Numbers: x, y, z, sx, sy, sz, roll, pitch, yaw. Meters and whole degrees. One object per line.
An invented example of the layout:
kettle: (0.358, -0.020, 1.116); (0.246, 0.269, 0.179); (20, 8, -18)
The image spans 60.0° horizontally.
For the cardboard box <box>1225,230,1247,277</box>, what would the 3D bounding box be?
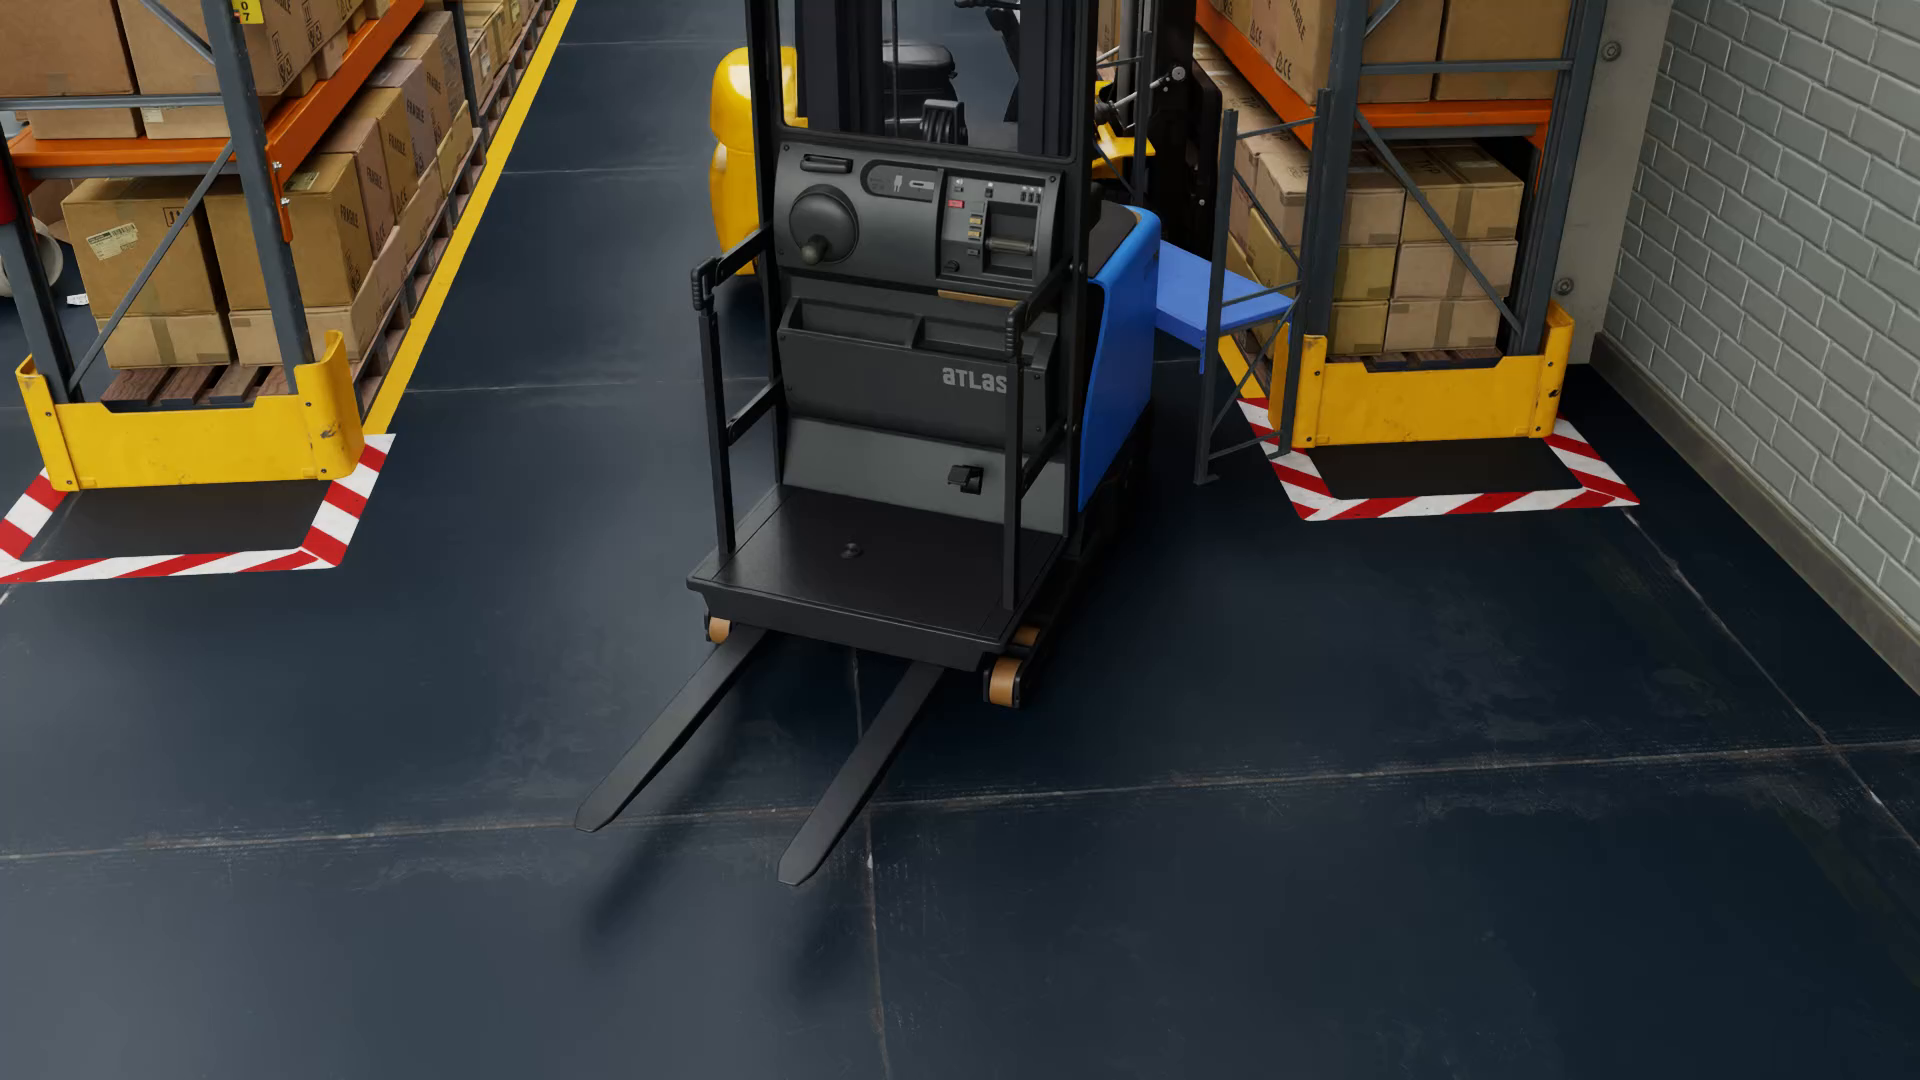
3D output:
cardboard box: (1.513, -1.273, 7.727); (0.500, 0.250, 0.500); (-3, 31, -5)

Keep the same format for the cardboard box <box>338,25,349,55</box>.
cardboard box: (-2.876, -2.159, 7.185); (0.380, 0.149, 0.250); (-2, 31, -3)

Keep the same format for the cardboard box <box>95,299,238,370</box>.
cardboard box: (-3.379, -0.966, 7.214); (0.500, 0.250, 0.500); (-3, 31, -5)

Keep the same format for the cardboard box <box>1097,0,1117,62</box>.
cardboard box: (1.410, -3.659, 11.357); (0.875, 0.625, 0.625); (-3, 31, -5)

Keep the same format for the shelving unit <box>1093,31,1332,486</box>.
shelving unit: (0.860, -1.153, 6.718); (0.538, 1.500, 1.048); (-19, 36, -29)

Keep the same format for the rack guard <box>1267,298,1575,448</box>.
rack guard: (1.911, -0.708, 6.948); (1.175, 0.500, 0.348); (-3, 31, -5)

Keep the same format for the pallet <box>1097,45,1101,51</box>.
pallet: (1.310, -3.637, 12.134); (1.003, 0.211, 1.213); (-3, 31, -5)

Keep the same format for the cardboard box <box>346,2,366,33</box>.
cardboard box: (-2.956, -2.427, 7.634); (0.380, 0.149, 0.250); (-4, 31, -6)

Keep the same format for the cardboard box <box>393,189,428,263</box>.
cardboard box: (-2.937, -1.518, 8.138); (0.500, 0.250, 0.500); (-1, 31, -1)

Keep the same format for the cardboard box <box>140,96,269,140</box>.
cardboard box: (-2.859, -1.629, 6.298); (0.380, 0.149, 0.250); (-3, 31, -4)

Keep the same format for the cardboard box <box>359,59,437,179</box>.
cardboard box: (-2.986, -2.109, 8.396); (0.500, 0.500, 0.500); (-1, 31, -2)

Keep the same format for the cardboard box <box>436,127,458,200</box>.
cardboard box: (-3.024, -2.036, 9.005); (0.500, 0.250, 0.500); (-4, 31, -6)

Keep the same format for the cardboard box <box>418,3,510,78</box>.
cardboard box: (-3.529, -3.283, 10.974); (0.950, 0.372, 0.625); (-1, 31, -1)

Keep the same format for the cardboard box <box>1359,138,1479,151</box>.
cardboard box: (2.002, -1.732, 7.522); (0.500, 0.250, 0.500); (-3, 31, -5)

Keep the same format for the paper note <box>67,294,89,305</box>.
paper note: (-4.341, -1.200, 8.230); (0.142, 0.019, 0.148); (-14, 33, -22)

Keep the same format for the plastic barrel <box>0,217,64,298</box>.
plastic barrel: (-4.733, -1.430, 8.231); (0.512, 0.421, 0.421); (20, 36, 29)

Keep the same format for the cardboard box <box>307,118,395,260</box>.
cardboard box: (-2.889, -1.580, 7.510); (0.500, 0.500, 0.500); (-4, 31, -6)

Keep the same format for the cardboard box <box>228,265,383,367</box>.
cardboard box: (-2.833, -0.979, 7.236); (0.500, 0.250, 0.500); (-3, 31, -5)

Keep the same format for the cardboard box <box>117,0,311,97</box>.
cardboard box: (-2.801, -1.980, 6.252); (0.500, 0.500, 0.500); (-3, 31, -5)

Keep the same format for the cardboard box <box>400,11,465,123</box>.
cardboard box: (-3.084, -2.629, 9.266); (0.500, 0.500, 0.500); (-3, 31, -5)

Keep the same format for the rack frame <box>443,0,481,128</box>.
rack frame: (-3.407, -3.596, 9.345); (1.000, 3.000, 0.127); (-3, 31, -5)

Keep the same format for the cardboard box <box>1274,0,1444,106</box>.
cardboard box: (1.601, -2.075, 6.702); (0.500, 0.500, 0.500); (-3, 31, -6)

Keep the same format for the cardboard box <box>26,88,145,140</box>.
cardboard box: (-3.281, -1.627, 6.293); (0.380, 0.149, 0.250); (-2, 31, -3)

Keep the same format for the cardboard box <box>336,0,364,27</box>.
cardboard box: (-2.902, -2.504, 7.130); (0.500, 0.500, 0.500); (-3, 31, -6)

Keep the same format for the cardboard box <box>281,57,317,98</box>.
cardboard box: (-2.841, -1.897, 6.746); (0.380, 0.149, 0.250); (-4, 31, -6)

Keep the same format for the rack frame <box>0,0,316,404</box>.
rack frame: (-3.033, -1.554, 5.926); (1.000, 3.000, 0.127); (-3, 31, -5)

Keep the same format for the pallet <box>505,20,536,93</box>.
pallet: (-3.598, -3.421, 11.771); (1.003, 0.211, 1.213); (-3, 31, -5)

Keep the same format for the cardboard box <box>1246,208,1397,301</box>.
cardboard box: (1.552, -1.242, 7.188); (0.500, 0.250, 0.500); (-3, 31, -5)

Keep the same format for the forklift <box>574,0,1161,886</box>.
forklift: (-0.215, -0.958, 4.996); (1.130, 2.935, 3.031); (11, 32, 17)

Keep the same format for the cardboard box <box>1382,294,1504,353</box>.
cardboard box: (2.057, -1.054, 7.361); (0.500, 0.250, 0.500); (-3, 31, -4)

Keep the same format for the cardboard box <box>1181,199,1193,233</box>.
cardboard box: (1.404, -1.793, 8.598); (0.500, 0.250, 0.500); (-2, 31, -3)

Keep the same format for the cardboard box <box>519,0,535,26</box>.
cardboard box: (-3.661, -4.025, 12.217); (0.950, 0.372, 0.625); (-3, 31, -6)

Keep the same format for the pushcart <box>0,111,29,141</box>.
pushcart: (-5.672, -2.336, 9.792); (1.648, 0.377, 0.936); (-14, 33, -22)

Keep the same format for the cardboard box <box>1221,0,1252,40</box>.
cardboard box: (1.514, -2.602, 7.584); (0.500, 0.500, 0.500); (-3, 31, -6)

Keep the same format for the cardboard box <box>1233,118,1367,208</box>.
cardboard box: (1.501, -1.703, 7.473); (0.500, 0.250, 0.500); (-2, 31, -4)

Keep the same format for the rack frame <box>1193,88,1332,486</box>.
rack frame: (1.146, -0.937, 6.356); (0.500, 1.500, 0.032); (-19, 36, -29)

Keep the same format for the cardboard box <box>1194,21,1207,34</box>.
cardboard box: (1.305, -2.741, 9.211); (0.500, 0.250, 0.500); (-3, 31, -5)

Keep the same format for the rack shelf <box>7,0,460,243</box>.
rack shelf: (-3.220, -2.266, 7.820); (1.077, 0.370, 4.000); (-3, 31, -5)

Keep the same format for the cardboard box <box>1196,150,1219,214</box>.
cardboard box: (1.447, -1.761, 8.057); (0.500, 0.250, 0.500); (-3, 31, -6)

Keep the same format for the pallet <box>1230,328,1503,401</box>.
pallet: (1.795, -0.985, 7.693); (1.003, 0.211, 1.213); (-3, 31, -5)

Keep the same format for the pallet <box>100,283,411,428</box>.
pallet: (-3.081, -0.812, 7.404); (1.003, 0.211, 1.213); (-3, 31, -5)

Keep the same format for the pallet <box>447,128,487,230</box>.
pallet: (-3.309, -2.058, 9.489); (1.003, 0.211, 1.213); (-3, 31, -5)

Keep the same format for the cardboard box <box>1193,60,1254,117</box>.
cardboard box: (1.405, -2.220, 8.338); (0.500, 0.250, 0.500); (-3, 31, -6)

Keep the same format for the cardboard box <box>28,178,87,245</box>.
cardboard box: (-4.661, -1.912, 8.961); (0.500, 0.500, 0.500); (20, 36, 29)

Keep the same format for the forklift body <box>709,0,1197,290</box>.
forklift body: (-0.085, -2.310, 8.020); (2.313, 2.155, 1.214); (-3, 31, -5)
